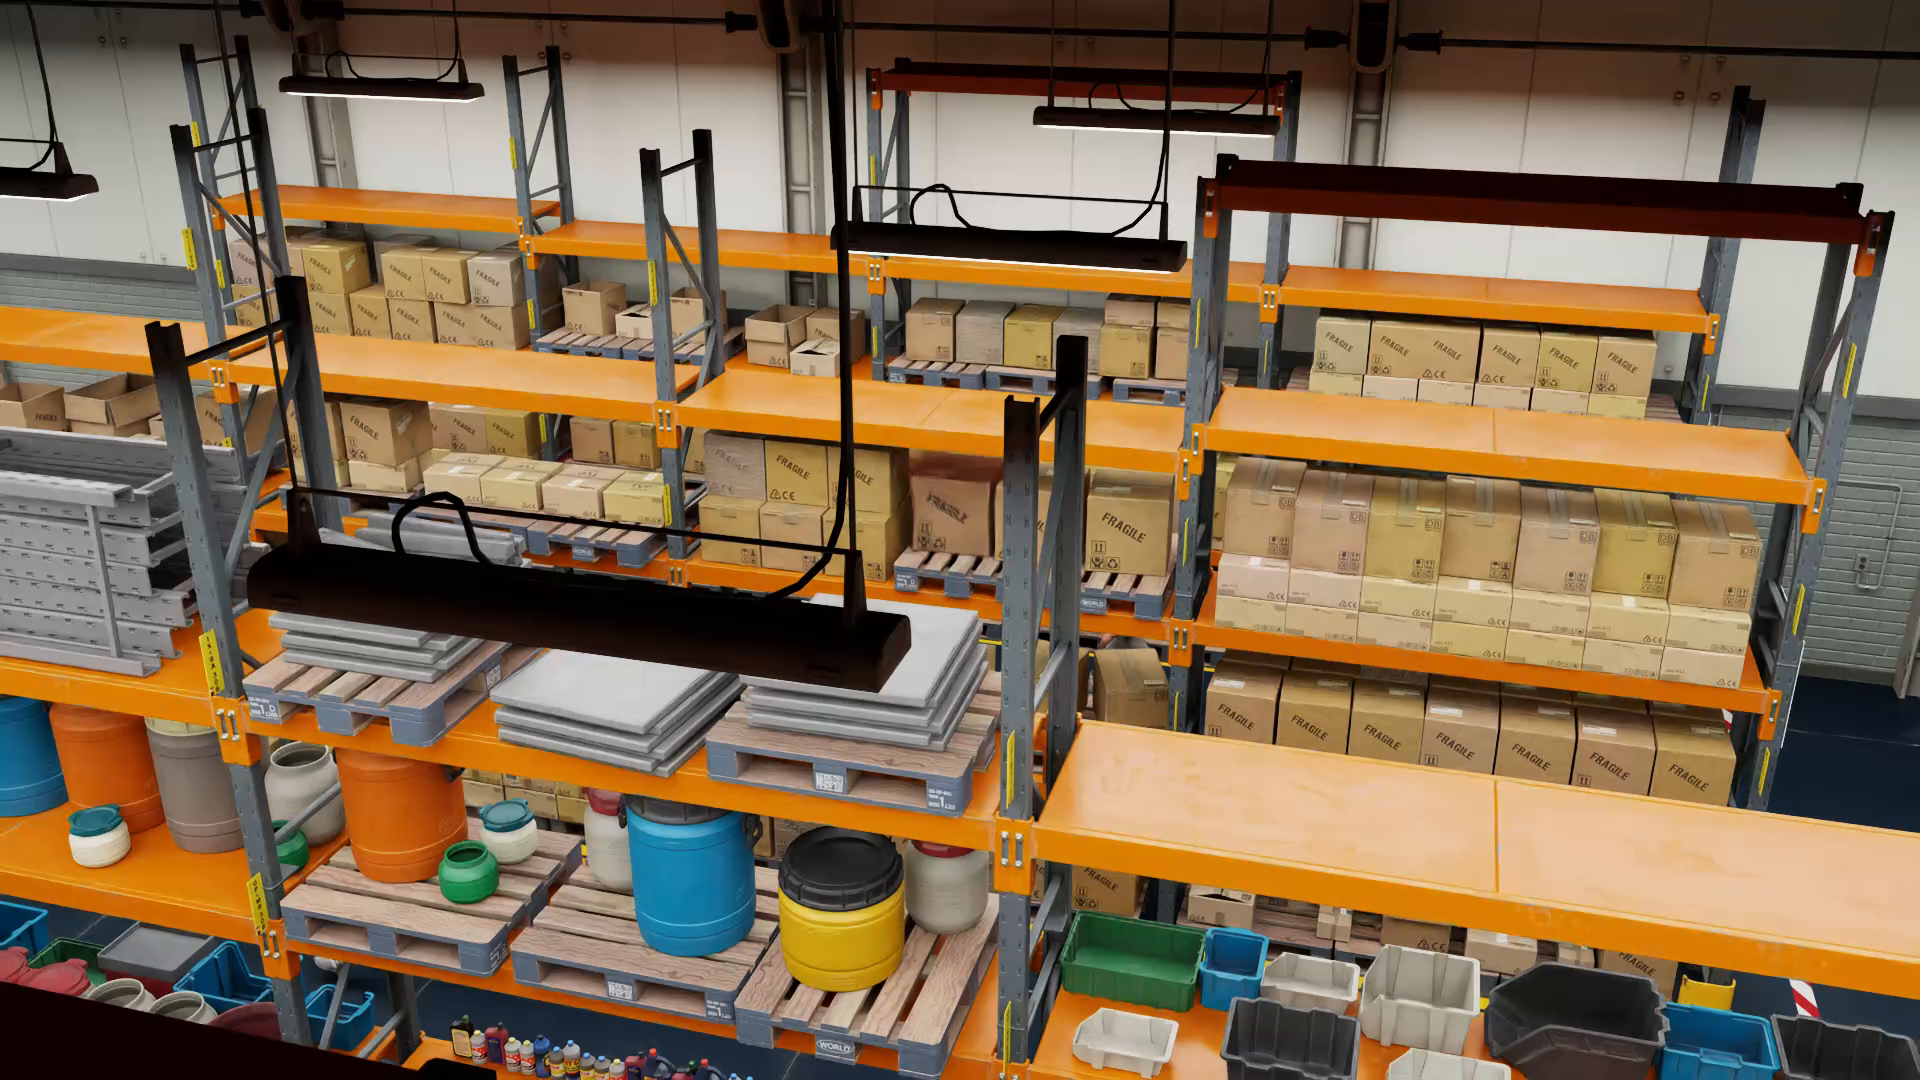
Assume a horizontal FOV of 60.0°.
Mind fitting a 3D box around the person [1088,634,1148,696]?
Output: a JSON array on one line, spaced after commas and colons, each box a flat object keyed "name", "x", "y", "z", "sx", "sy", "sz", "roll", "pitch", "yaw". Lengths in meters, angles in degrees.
[{"name": "person", "x": 1.577, "y": 0.848, "z": 16.427, "sx": 1.062, "sy": 1.709, "sz": 0.614, "roll": 2, "pitch": 23, "yaw": 5}]

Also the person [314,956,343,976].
[{"name": "person", "x": -4.368, "y": 2.494, "z": 12.446, "sx": 1.043, "sy": 1.727, "sz": 0.572, "roll": 9, "pitch": 24, "yaw": 21}]
